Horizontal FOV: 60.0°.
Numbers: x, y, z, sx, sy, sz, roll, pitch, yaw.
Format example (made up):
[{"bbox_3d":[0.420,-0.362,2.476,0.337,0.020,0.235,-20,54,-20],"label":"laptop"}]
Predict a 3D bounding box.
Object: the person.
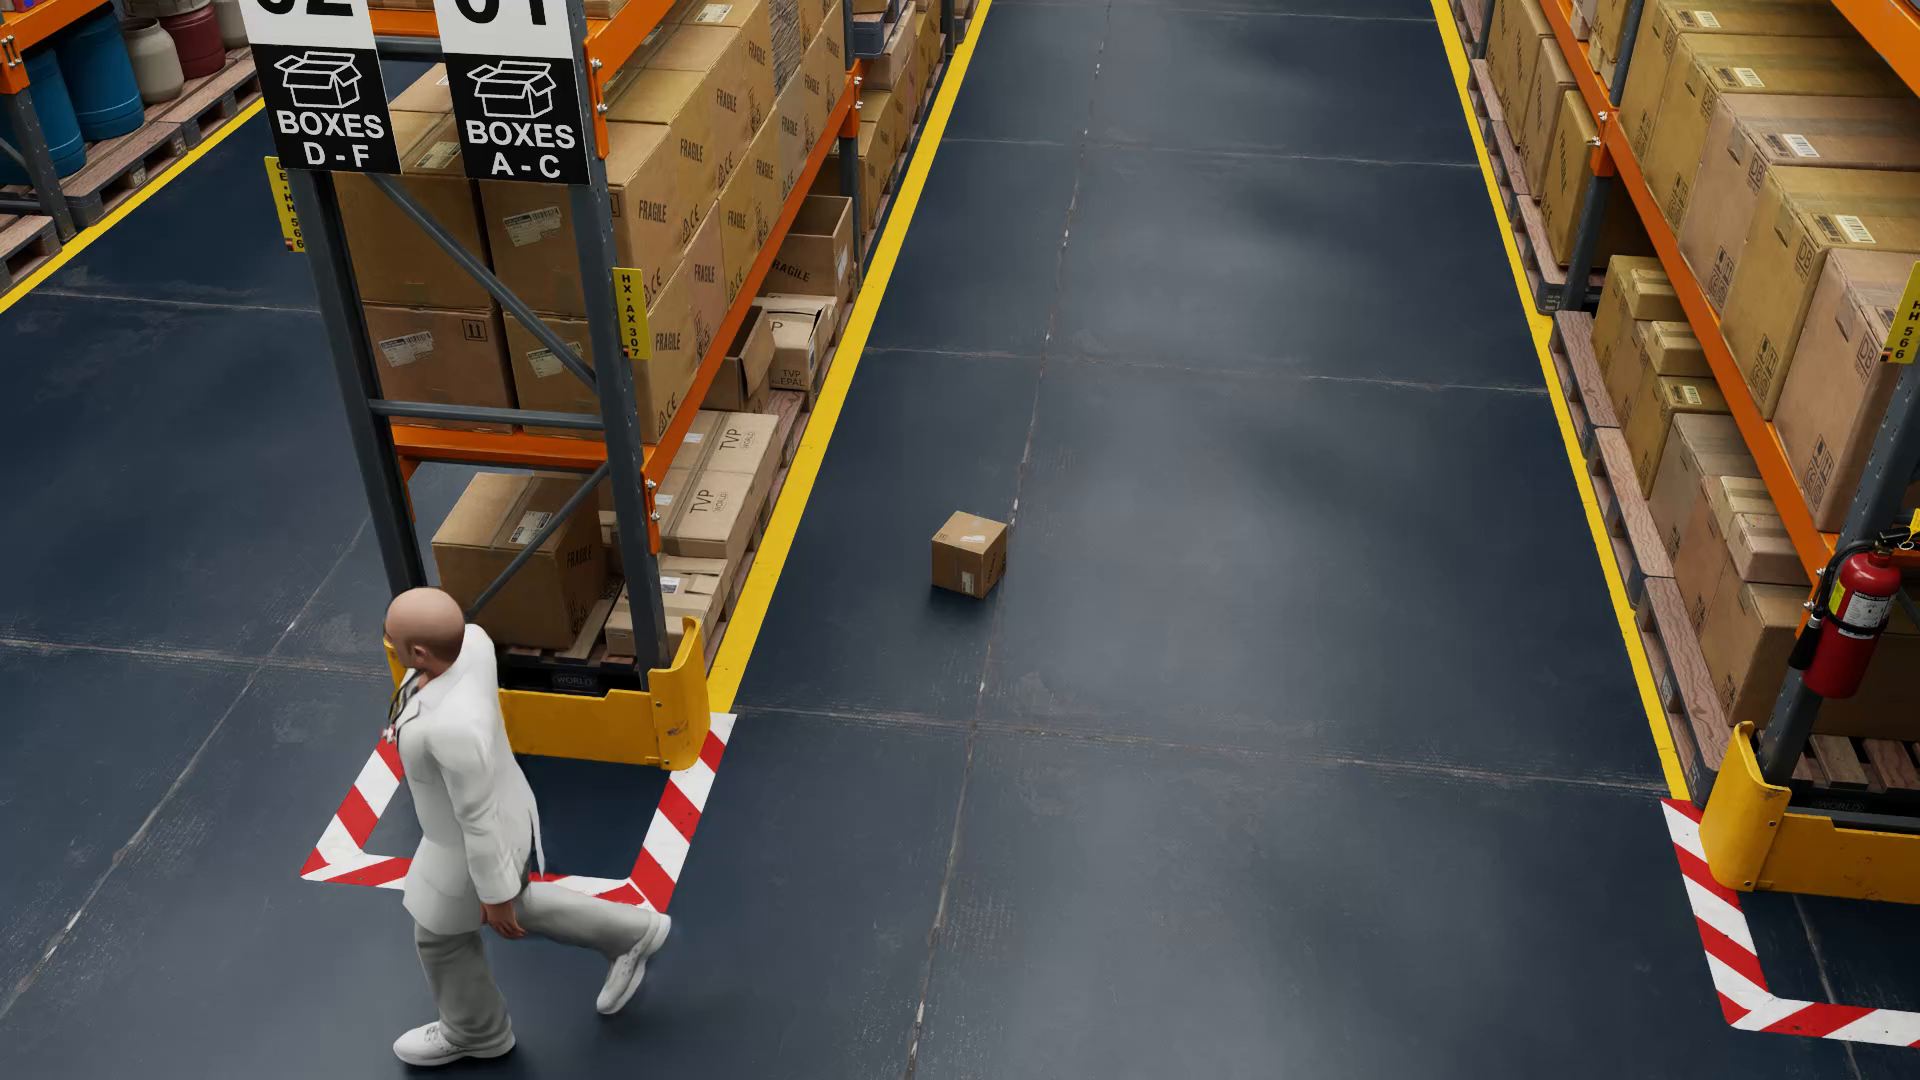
[{"bbox_3d":[-1.375,0.854,4.958,0.905,1.745,0.635,-6,36,-8],"label":"person"}]
